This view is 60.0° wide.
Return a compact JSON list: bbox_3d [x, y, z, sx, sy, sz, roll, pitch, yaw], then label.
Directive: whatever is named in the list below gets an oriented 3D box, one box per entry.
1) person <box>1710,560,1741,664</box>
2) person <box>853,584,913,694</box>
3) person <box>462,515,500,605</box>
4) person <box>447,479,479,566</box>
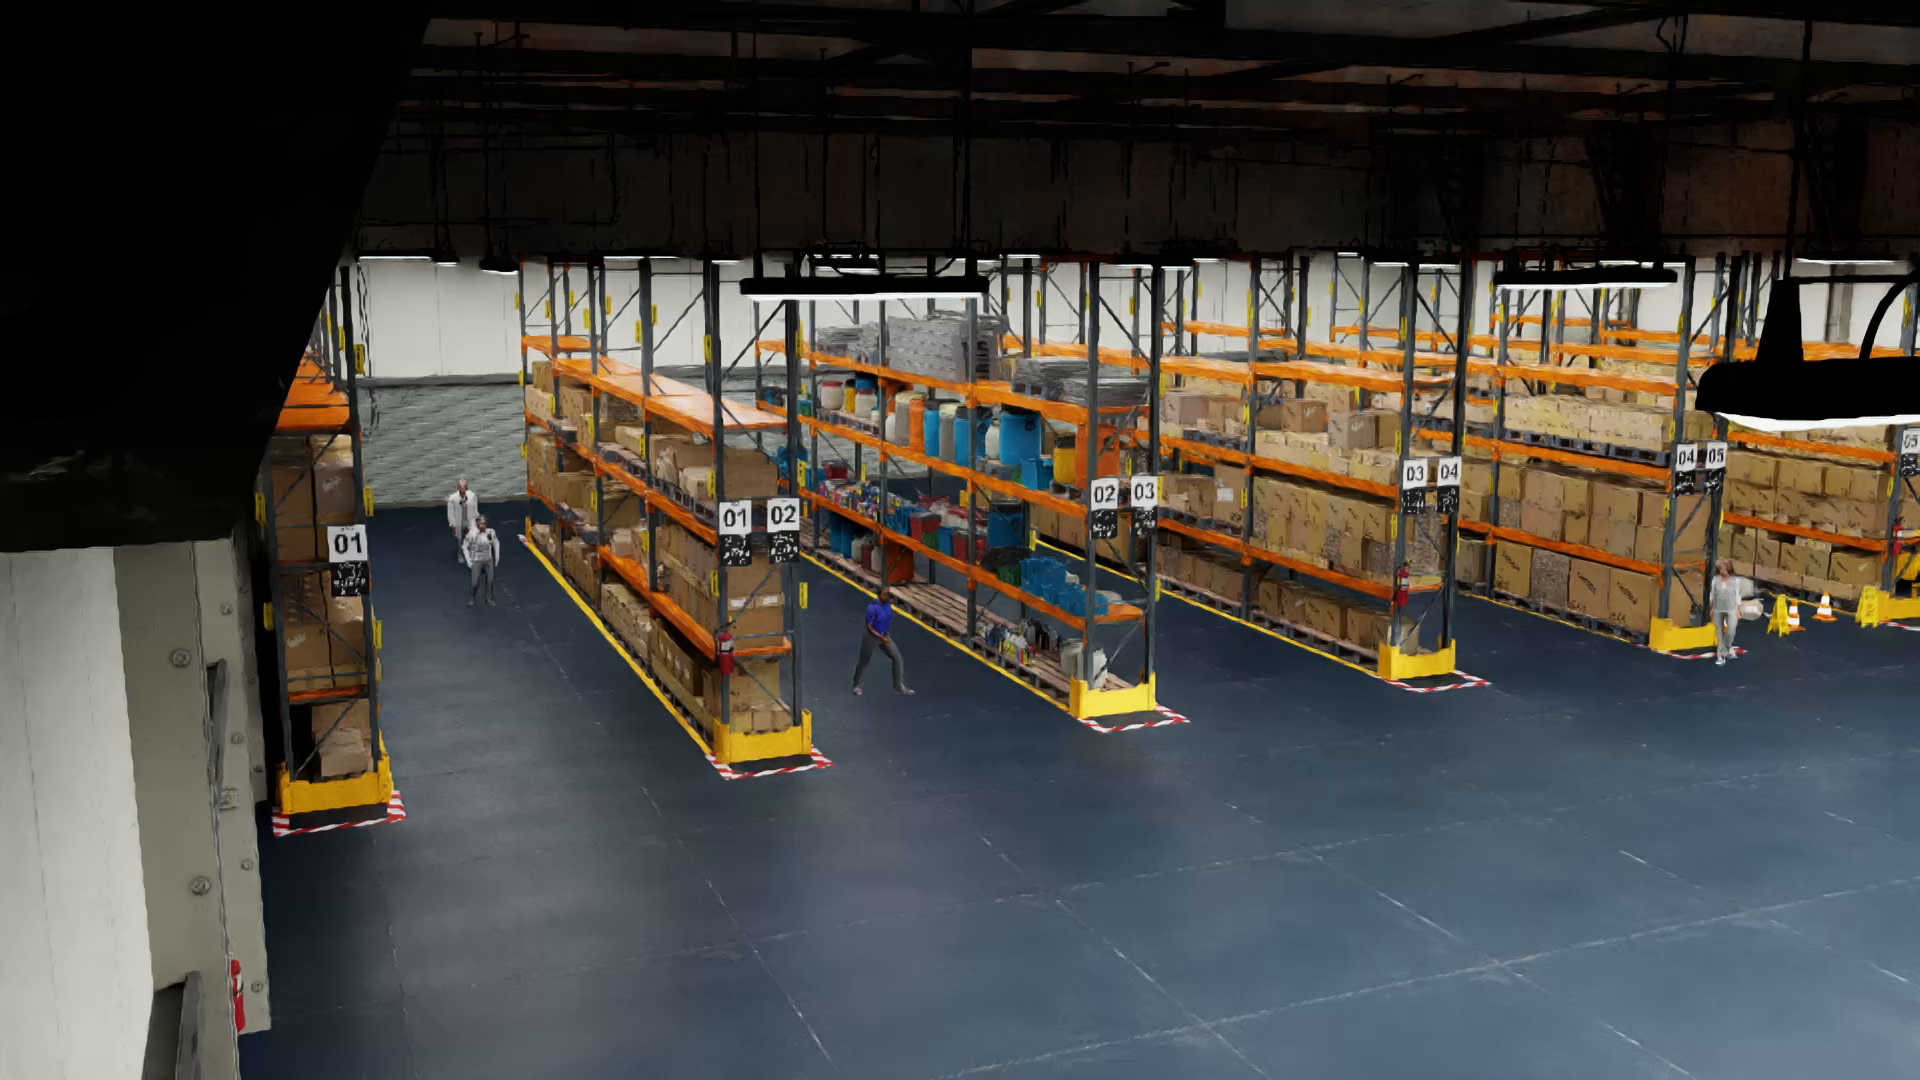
[{"bbox_3d":[11.413,1.061,24.802,0.440,1.593,0.462,7,13,34],"label":"person"},{"bbox_3d":[-1.122,1.371,23.114,0.624,1.590,0.794,-9,14,-40],"label":"person"},{"bbox_3d":[-8.248,0.340,28.692,0.639,1.632,0.506,-5,11,-24],"label":"person"},{"bbox_3d":[-9.553,-0.334,32.041,0.598,1.698,1.194,-4,11,-19],"label":"person"}]
